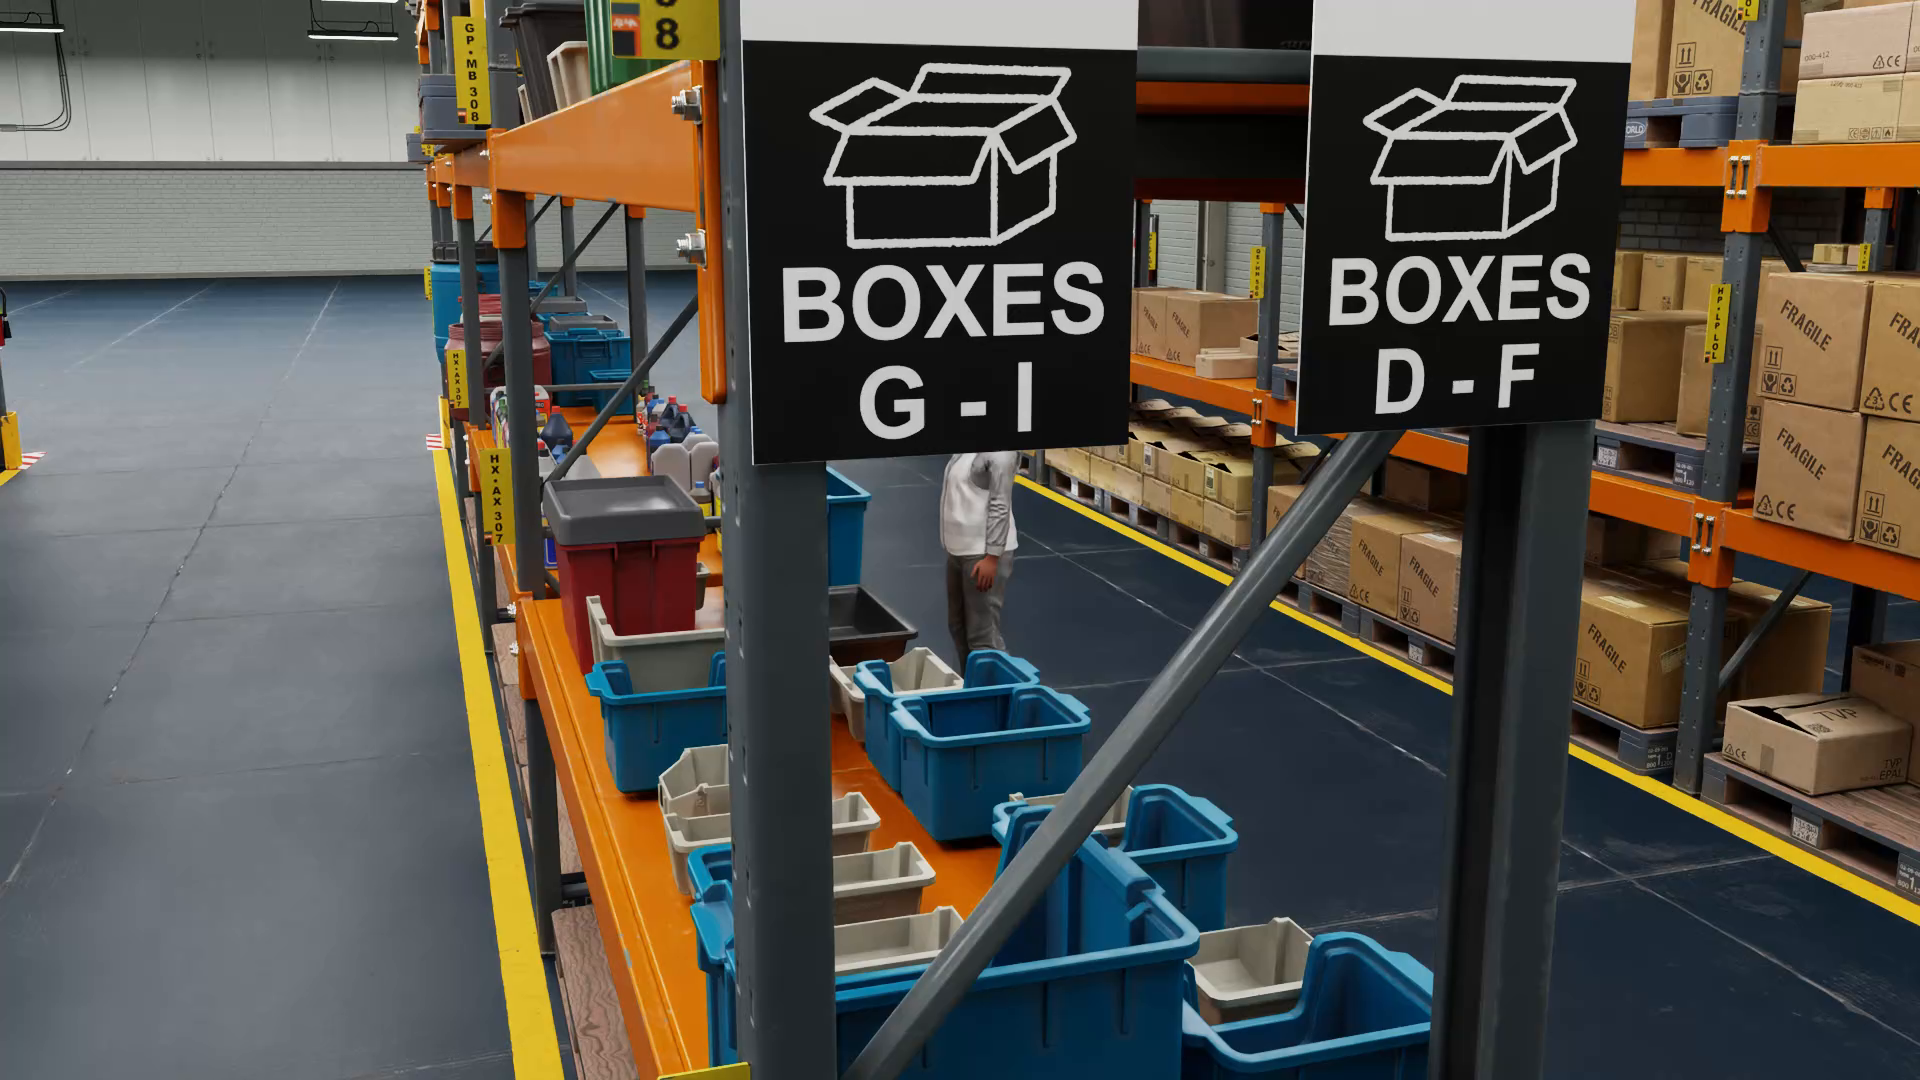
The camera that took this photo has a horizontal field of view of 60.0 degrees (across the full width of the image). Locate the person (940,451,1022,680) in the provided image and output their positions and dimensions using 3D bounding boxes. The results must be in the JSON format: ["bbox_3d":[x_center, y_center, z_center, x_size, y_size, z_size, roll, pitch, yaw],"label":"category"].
[{"bbox_3d":[0.090,0.050,8.185,0.356,1.769,0.531,-4,13,-17],"label":"person"}]
